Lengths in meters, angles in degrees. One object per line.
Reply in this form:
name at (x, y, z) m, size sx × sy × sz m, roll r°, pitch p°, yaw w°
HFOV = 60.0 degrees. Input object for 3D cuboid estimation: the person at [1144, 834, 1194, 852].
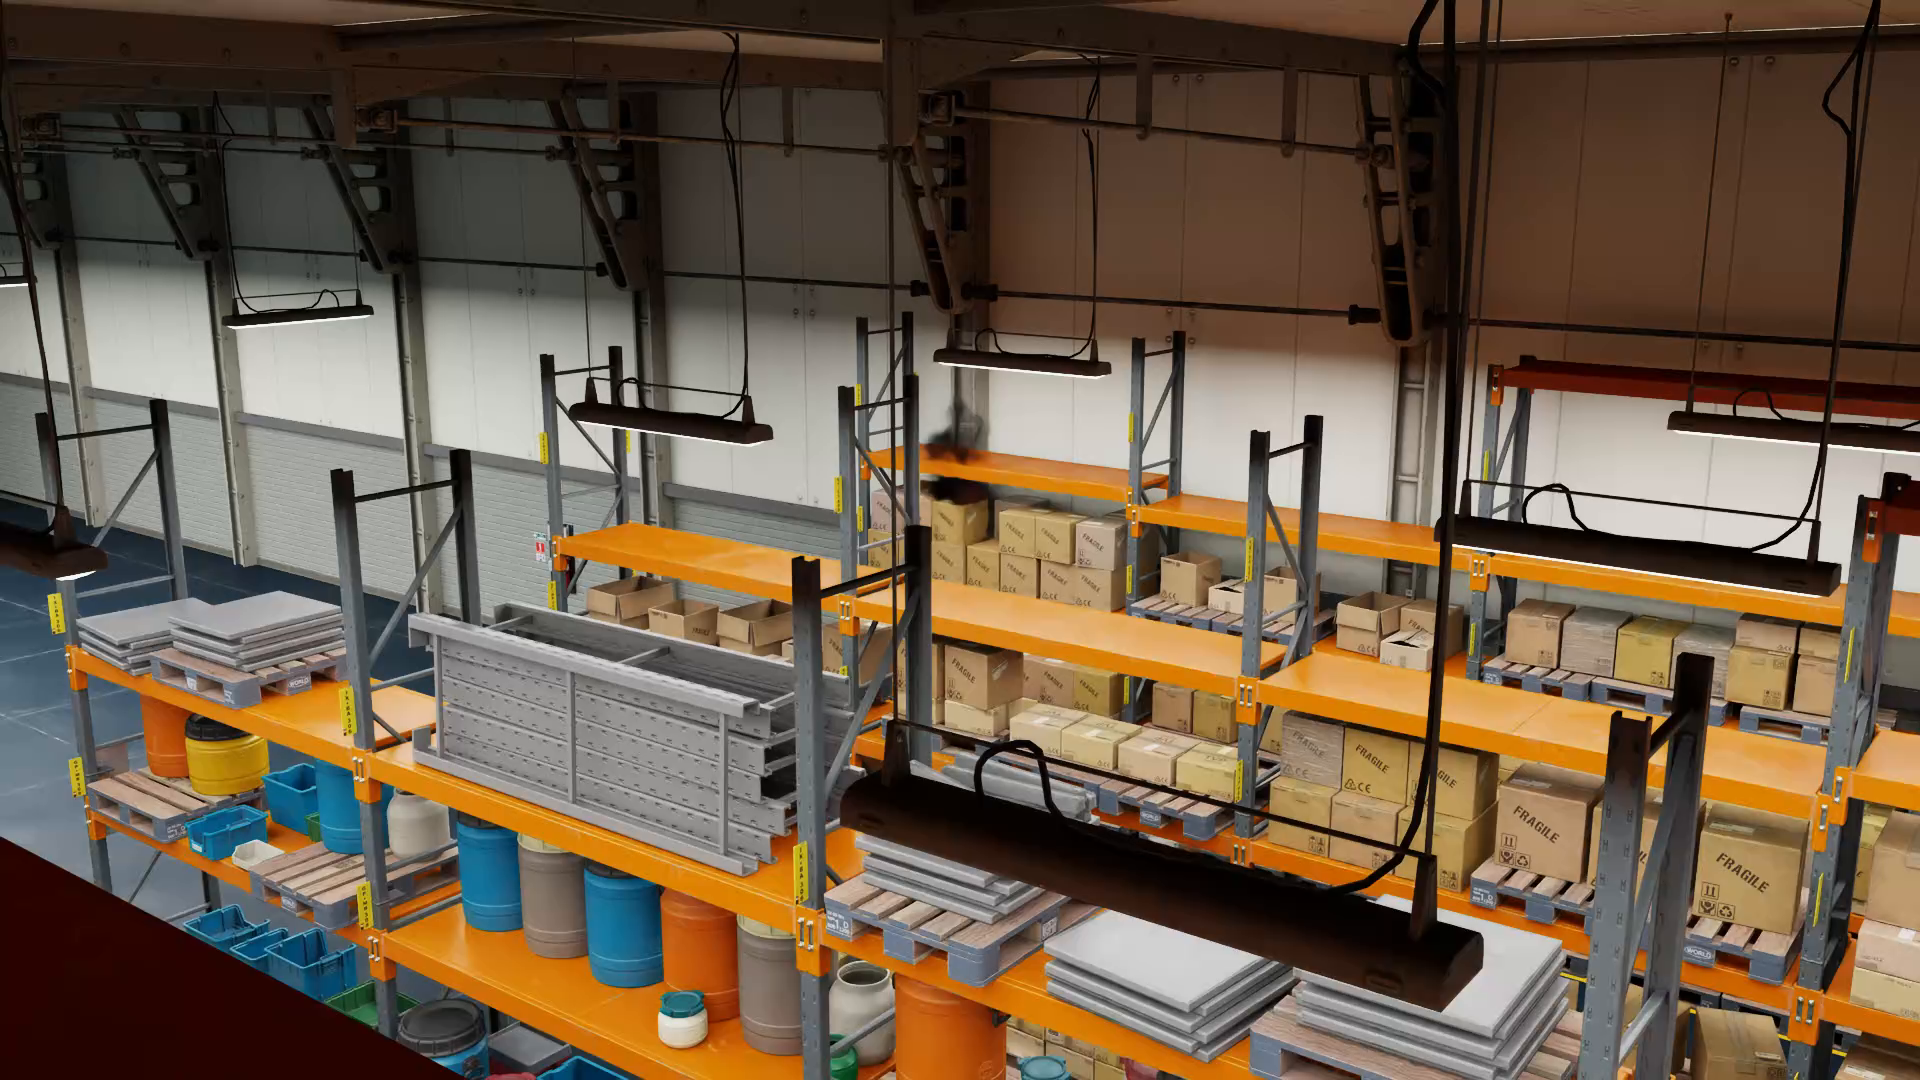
person at (1.986, 3.407, 16.489) m, size 0.993 × 1.769 × 0.661 m, roll 7°, pitch 15°, yaw 28°
